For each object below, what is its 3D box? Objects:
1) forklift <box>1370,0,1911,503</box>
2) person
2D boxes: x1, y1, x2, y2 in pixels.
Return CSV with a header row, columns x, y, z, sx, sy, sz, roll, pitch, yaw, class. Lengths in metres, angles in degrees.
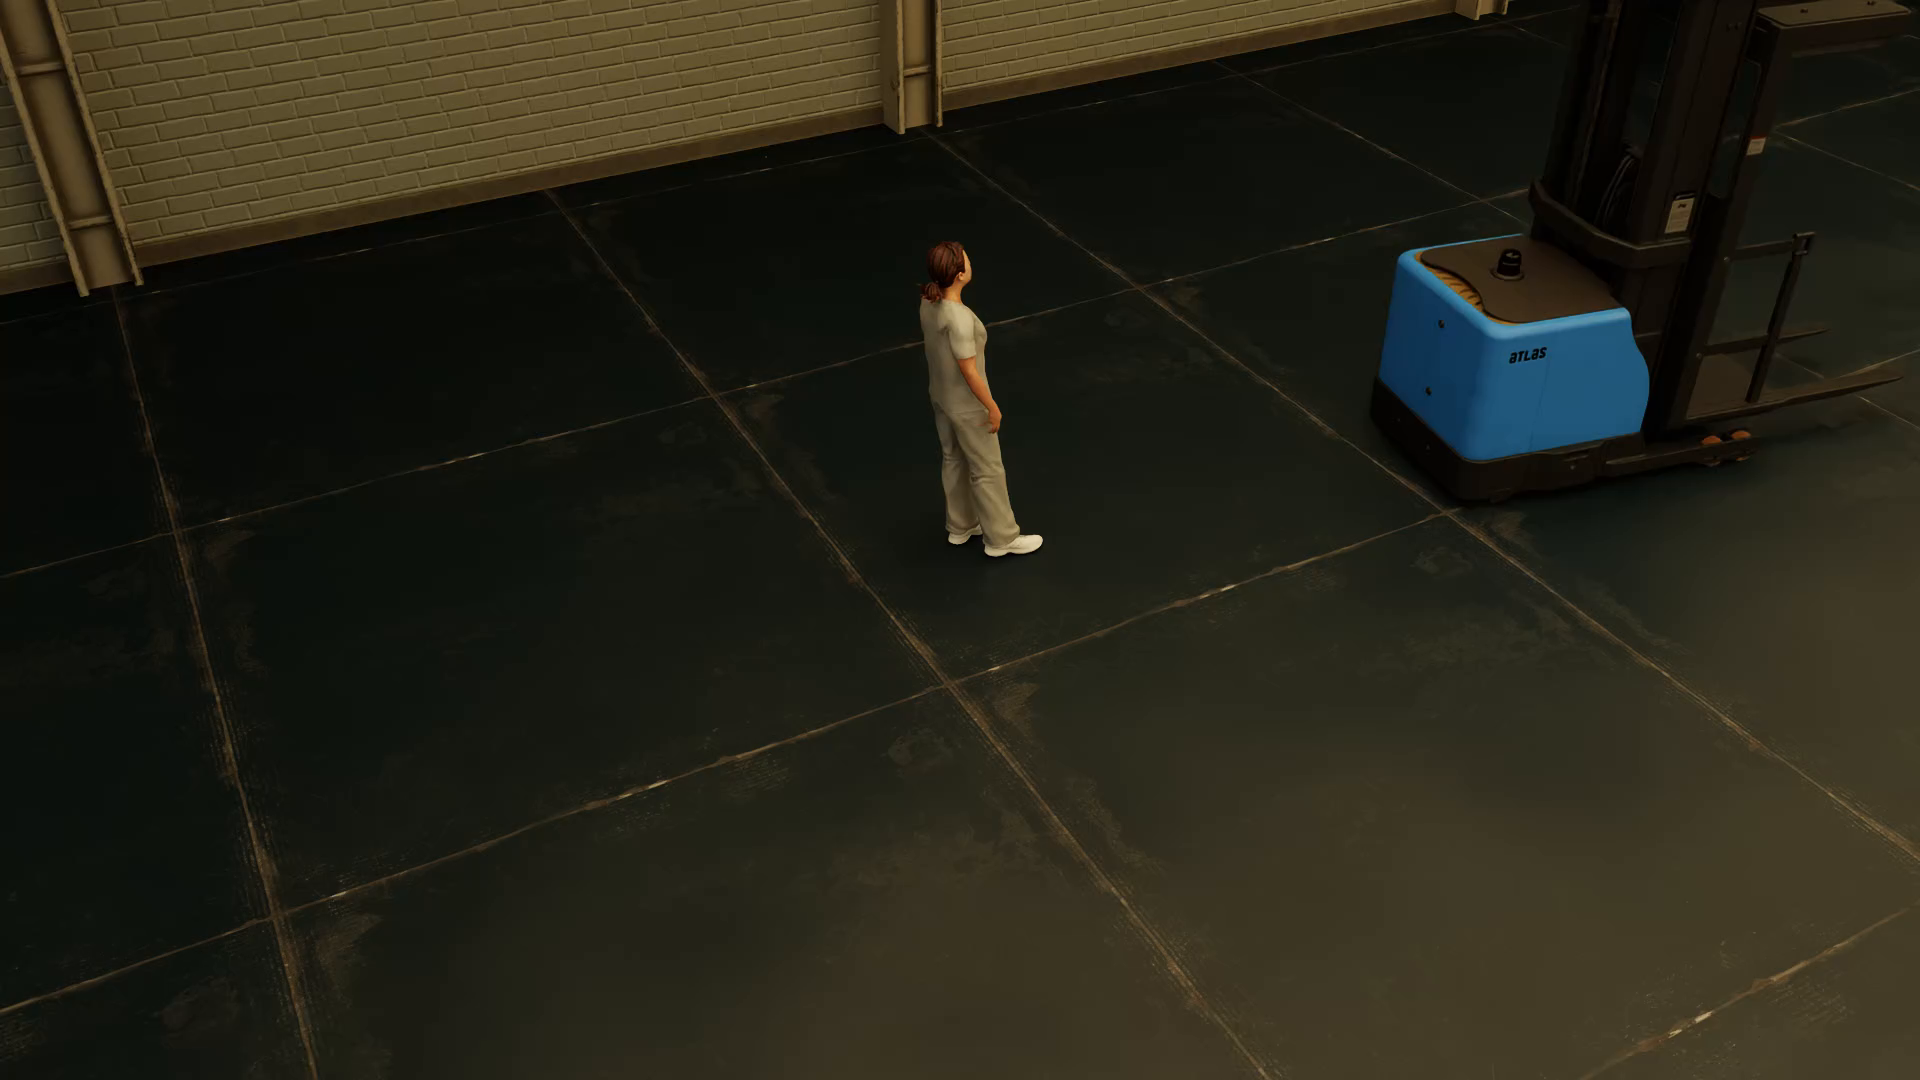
x,y,z,sx,sy,sz,roll,pitch,yaw,class
3.934,-1.886,8.791,3.031,2.935,1.130,-10,37,-14,forklift
0.071,-0.703,8.193,0.549,1.675,0.549,-17,39,-23,person
